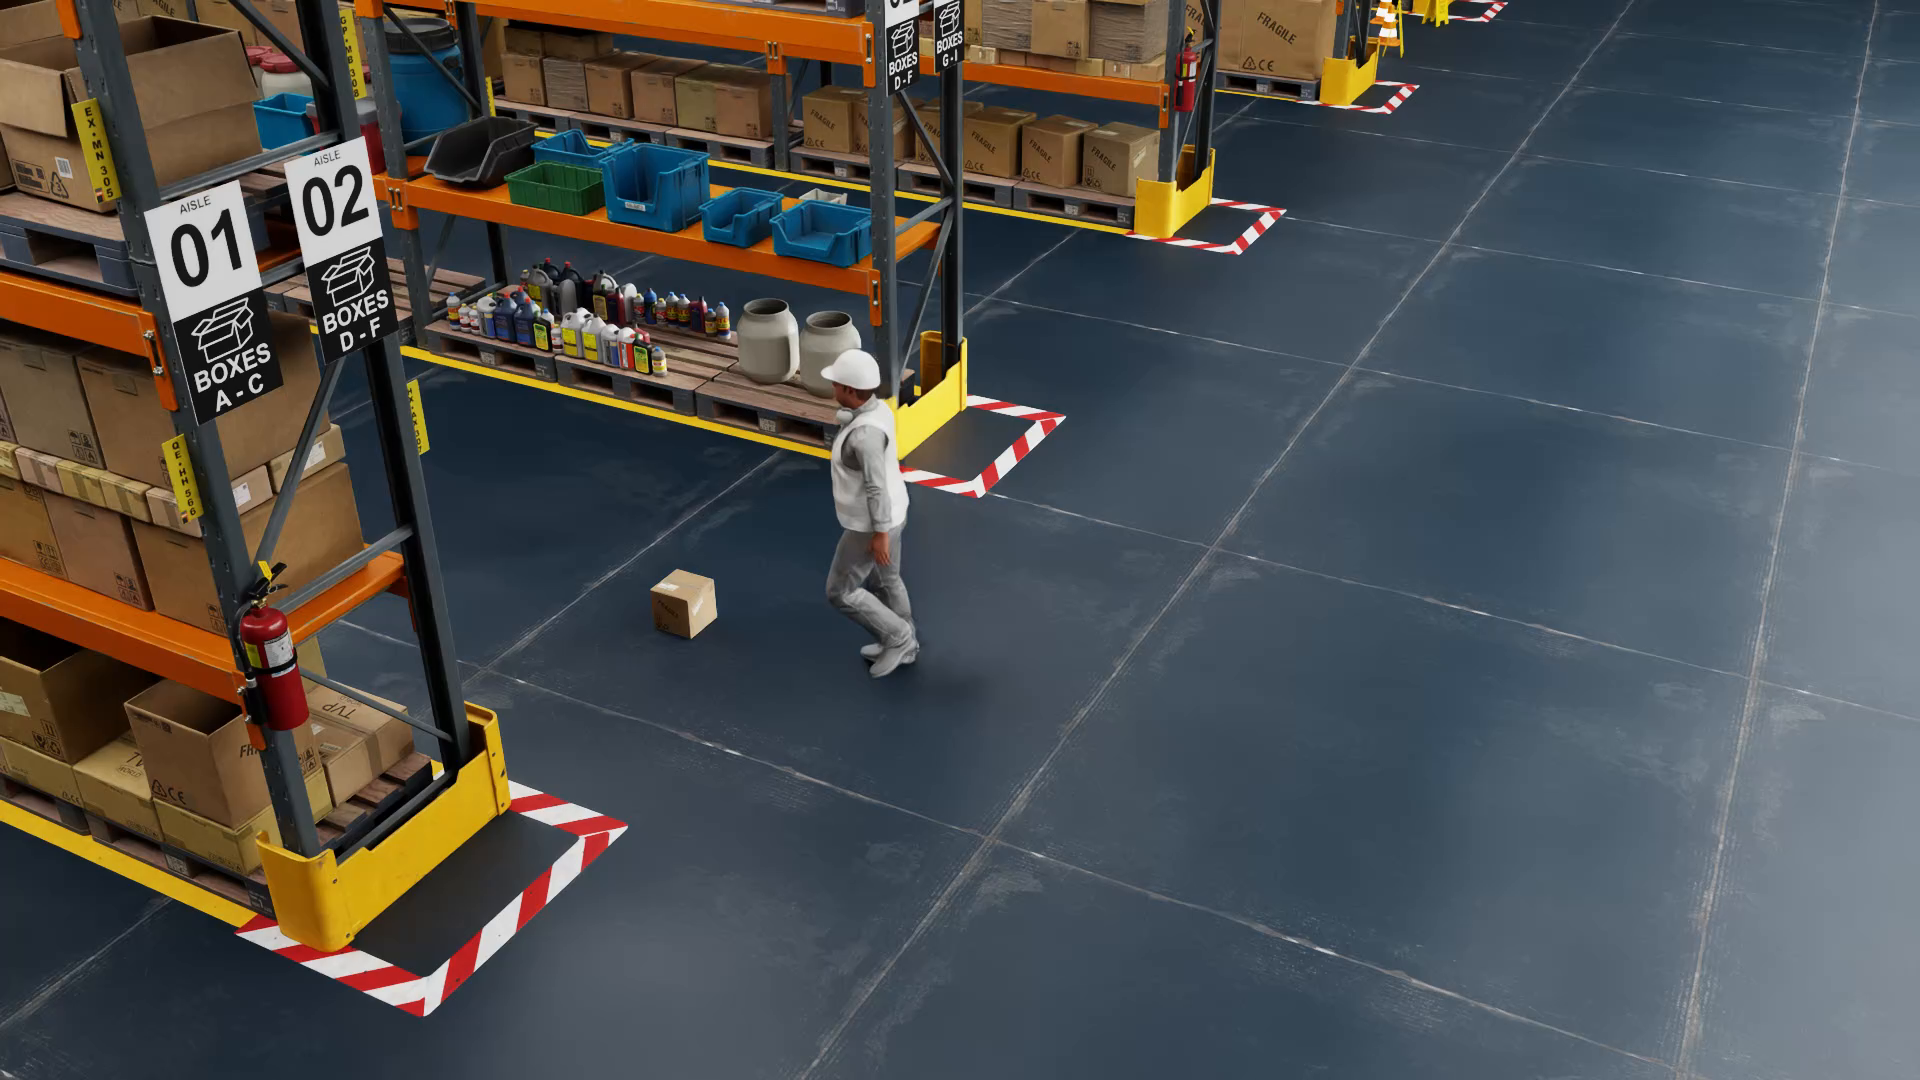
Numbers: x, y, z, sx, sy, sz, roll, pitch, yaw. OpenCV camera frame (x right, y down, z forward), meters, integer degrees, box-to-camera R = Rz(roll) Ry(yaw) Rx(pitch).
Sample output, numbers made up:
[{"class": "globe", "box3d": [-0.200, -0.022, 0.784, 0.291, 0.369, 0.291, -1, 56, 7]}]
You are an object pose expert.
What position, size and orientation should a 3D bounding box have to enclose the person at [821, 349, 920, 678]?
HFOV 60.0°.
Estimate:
[{"class": "person", "box3d": [-0.447, -0.131, 8.466, 0.476, 1.762, 0.566, 3, 30, 5]}]
